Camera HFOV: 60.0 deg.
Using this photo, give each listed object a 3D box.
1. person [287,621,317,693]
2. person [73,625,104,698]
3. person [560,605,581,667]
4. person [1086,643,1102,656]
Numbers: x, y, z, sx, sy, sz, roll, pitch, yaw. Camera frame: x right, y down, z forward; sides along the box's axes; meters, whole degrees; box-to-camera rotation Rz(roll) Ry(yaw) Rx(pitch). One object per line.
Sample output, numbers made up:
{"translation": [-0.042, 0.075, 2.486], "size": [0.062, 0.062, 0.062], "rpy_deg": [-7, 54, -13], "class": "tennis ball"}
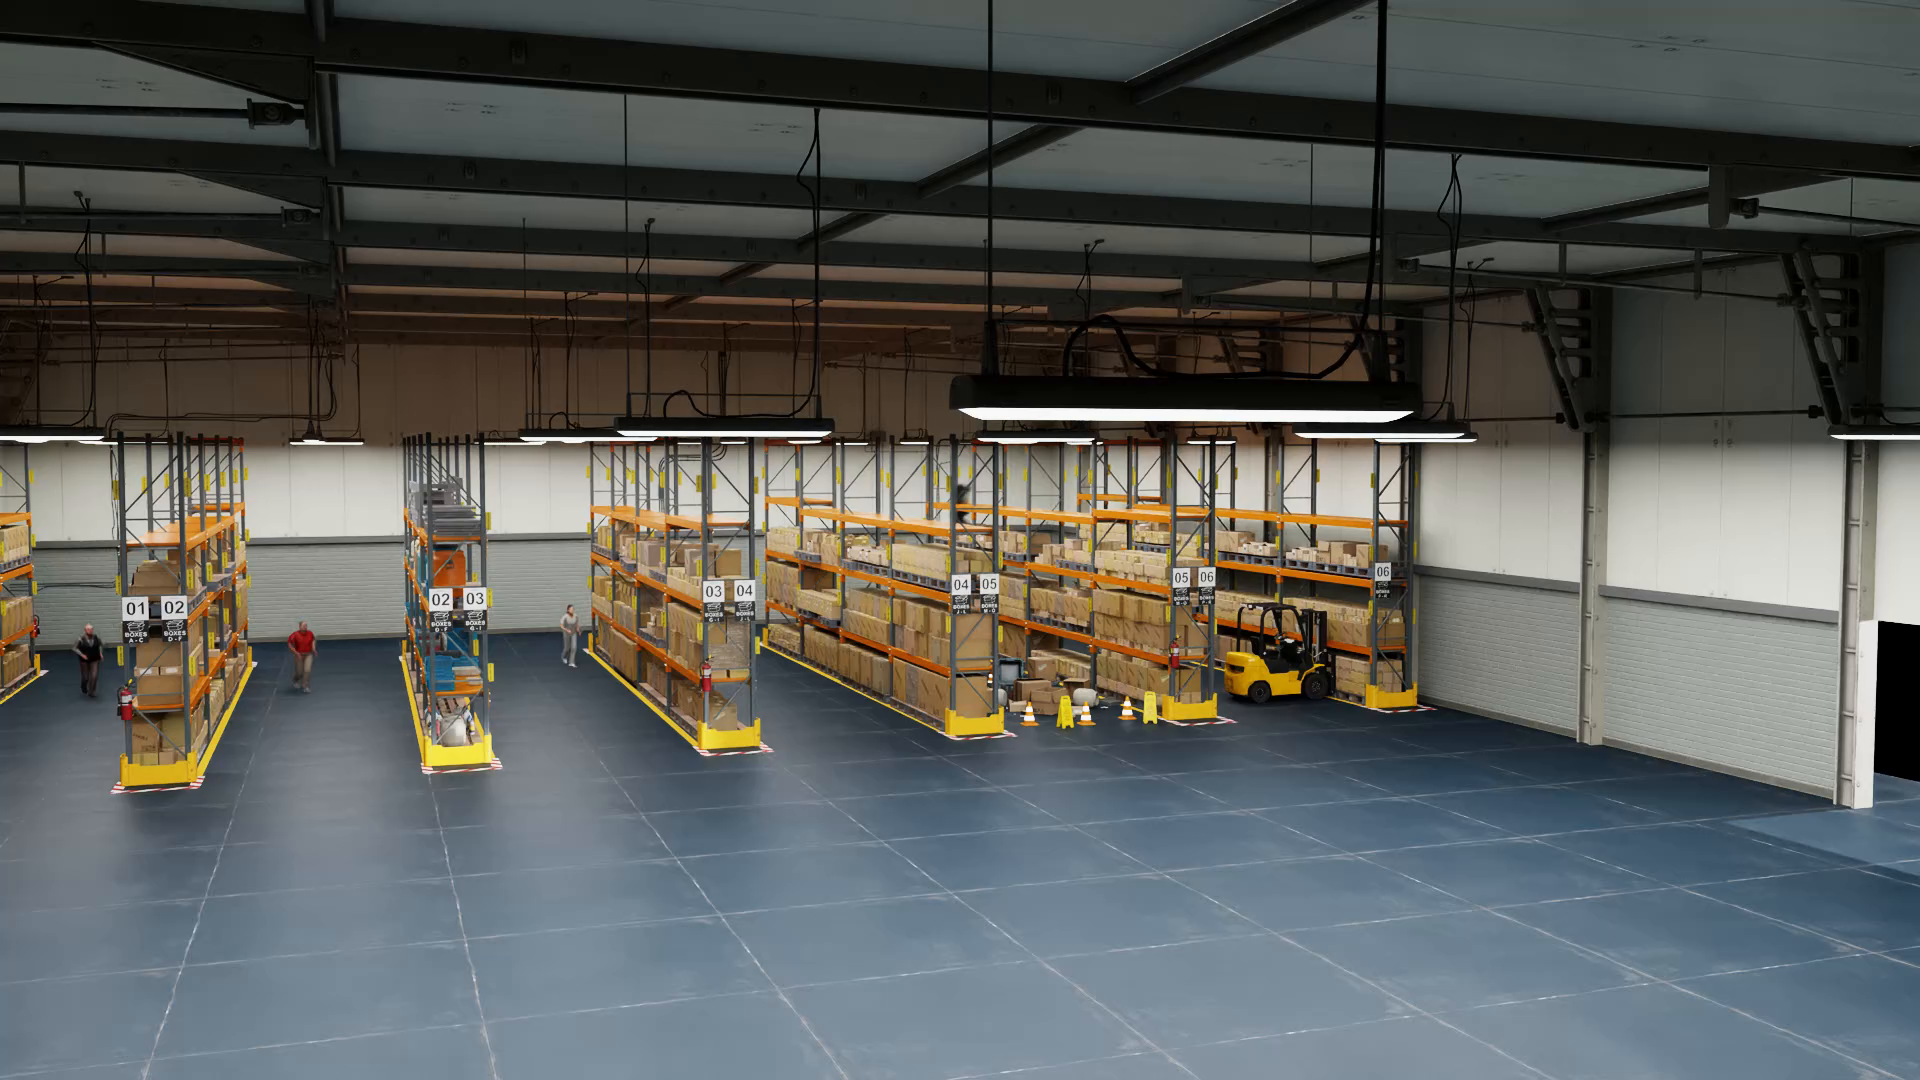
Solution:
{"translation": [-15.470, 2.731, 39.037], "size": [0.665, 1.680, 0.745], "rpy_deg": [-3, 4, -39], "class": "person"}
{"translation": [-20.034, 2.781, 38.223], "size": [0.654, 1.674, 0.757], "rpy_deg": [-2, 4, -37], "class": "person"}
{"translation": [-10.258, 2.499, 43.607], "size": [0.557, 1.628, 0.840], "rpy_deg": [-2, 4, -30], "class": "person"}
{"translation": [3.515, 2.474, 44.083], "size": [0.569, 1.651, 0.588], "rpy_deg": [-2, 4, -26], "class": "person"}
